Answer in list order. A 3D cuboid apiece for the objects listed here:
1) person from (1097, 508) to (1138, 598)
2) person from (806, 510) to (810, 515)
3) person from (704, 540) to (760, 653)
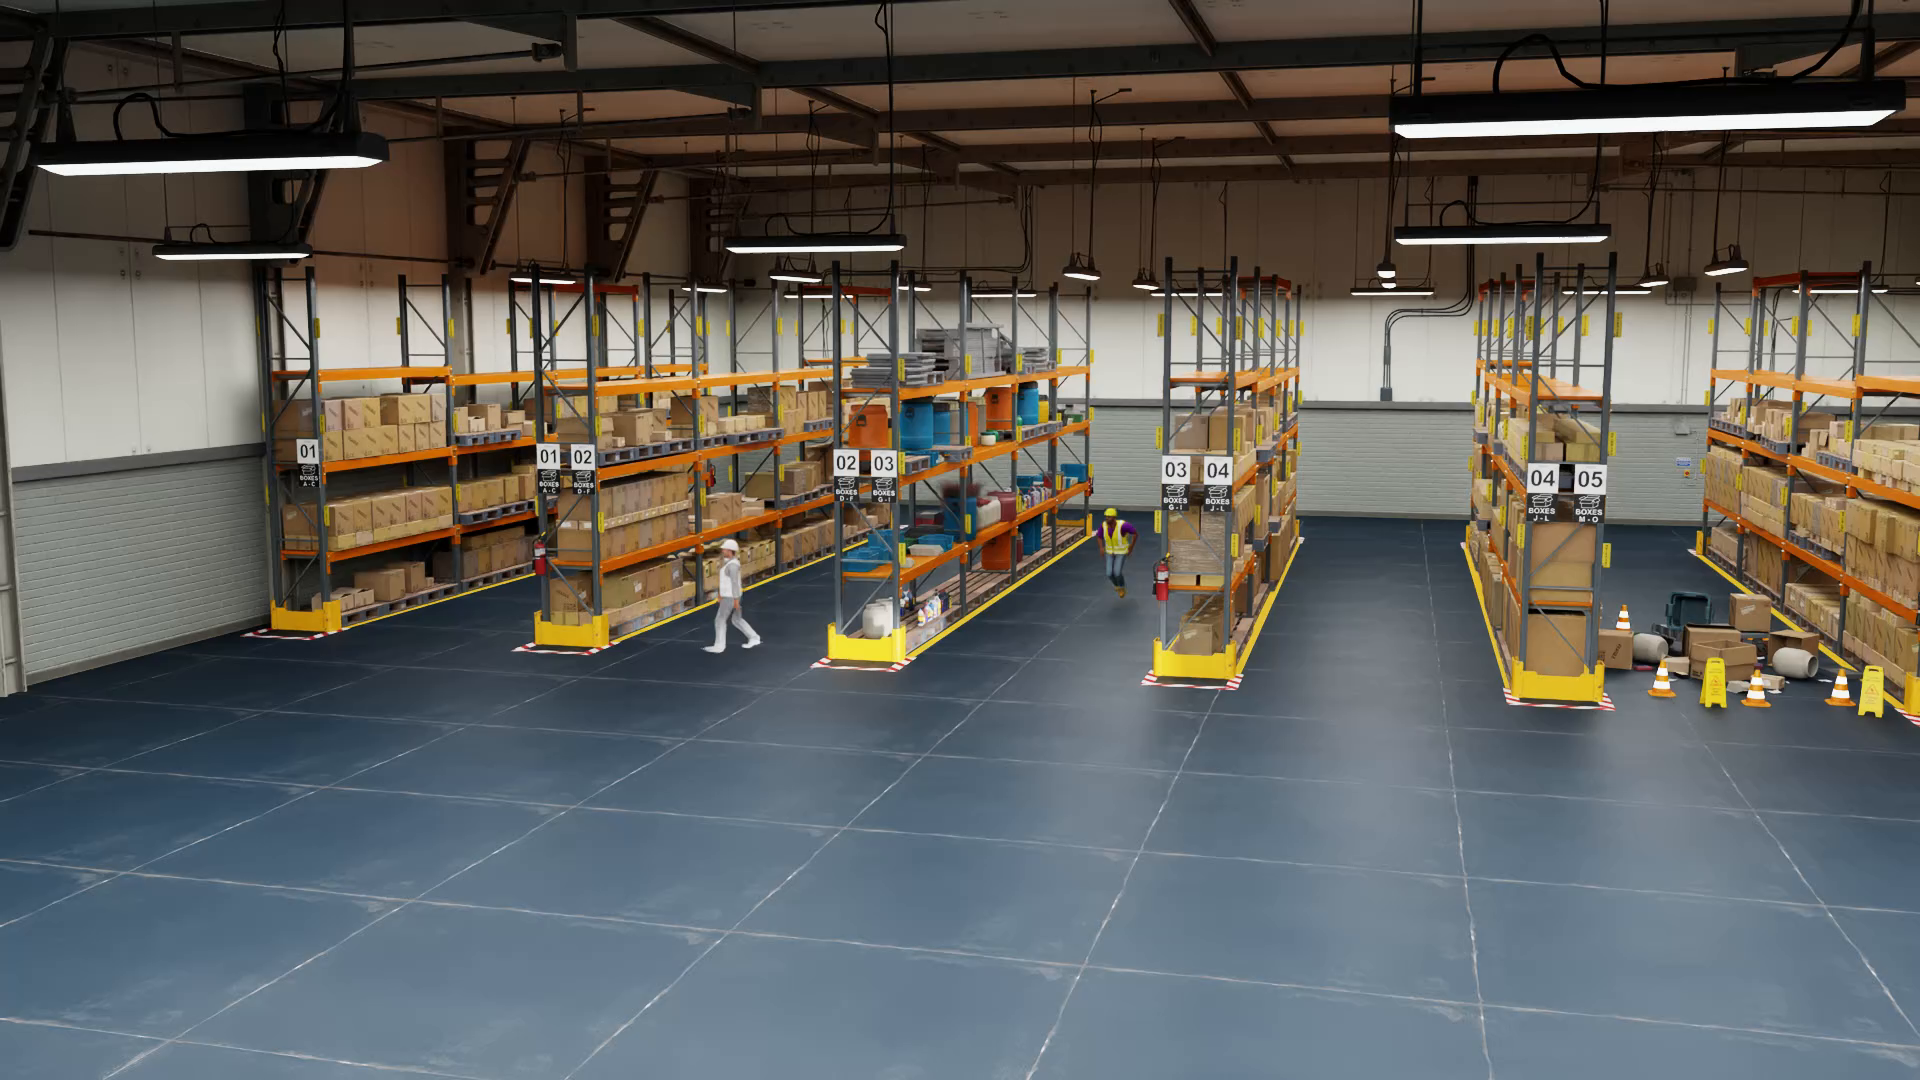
[{"bbox_3d":[2.821,0.230,29.824,0.748,1.656,0.724,3,8,25],"label":"person"},{"bbox_3d":[-3.922,-1.104,41.636,0.510,1.680,0.523,7,10,42],"label":"person"},{"bbox_3d":[-3.553,0.865,25.873,0.856,1.751,0.538,-1,7,-4],"label":"person"}]
